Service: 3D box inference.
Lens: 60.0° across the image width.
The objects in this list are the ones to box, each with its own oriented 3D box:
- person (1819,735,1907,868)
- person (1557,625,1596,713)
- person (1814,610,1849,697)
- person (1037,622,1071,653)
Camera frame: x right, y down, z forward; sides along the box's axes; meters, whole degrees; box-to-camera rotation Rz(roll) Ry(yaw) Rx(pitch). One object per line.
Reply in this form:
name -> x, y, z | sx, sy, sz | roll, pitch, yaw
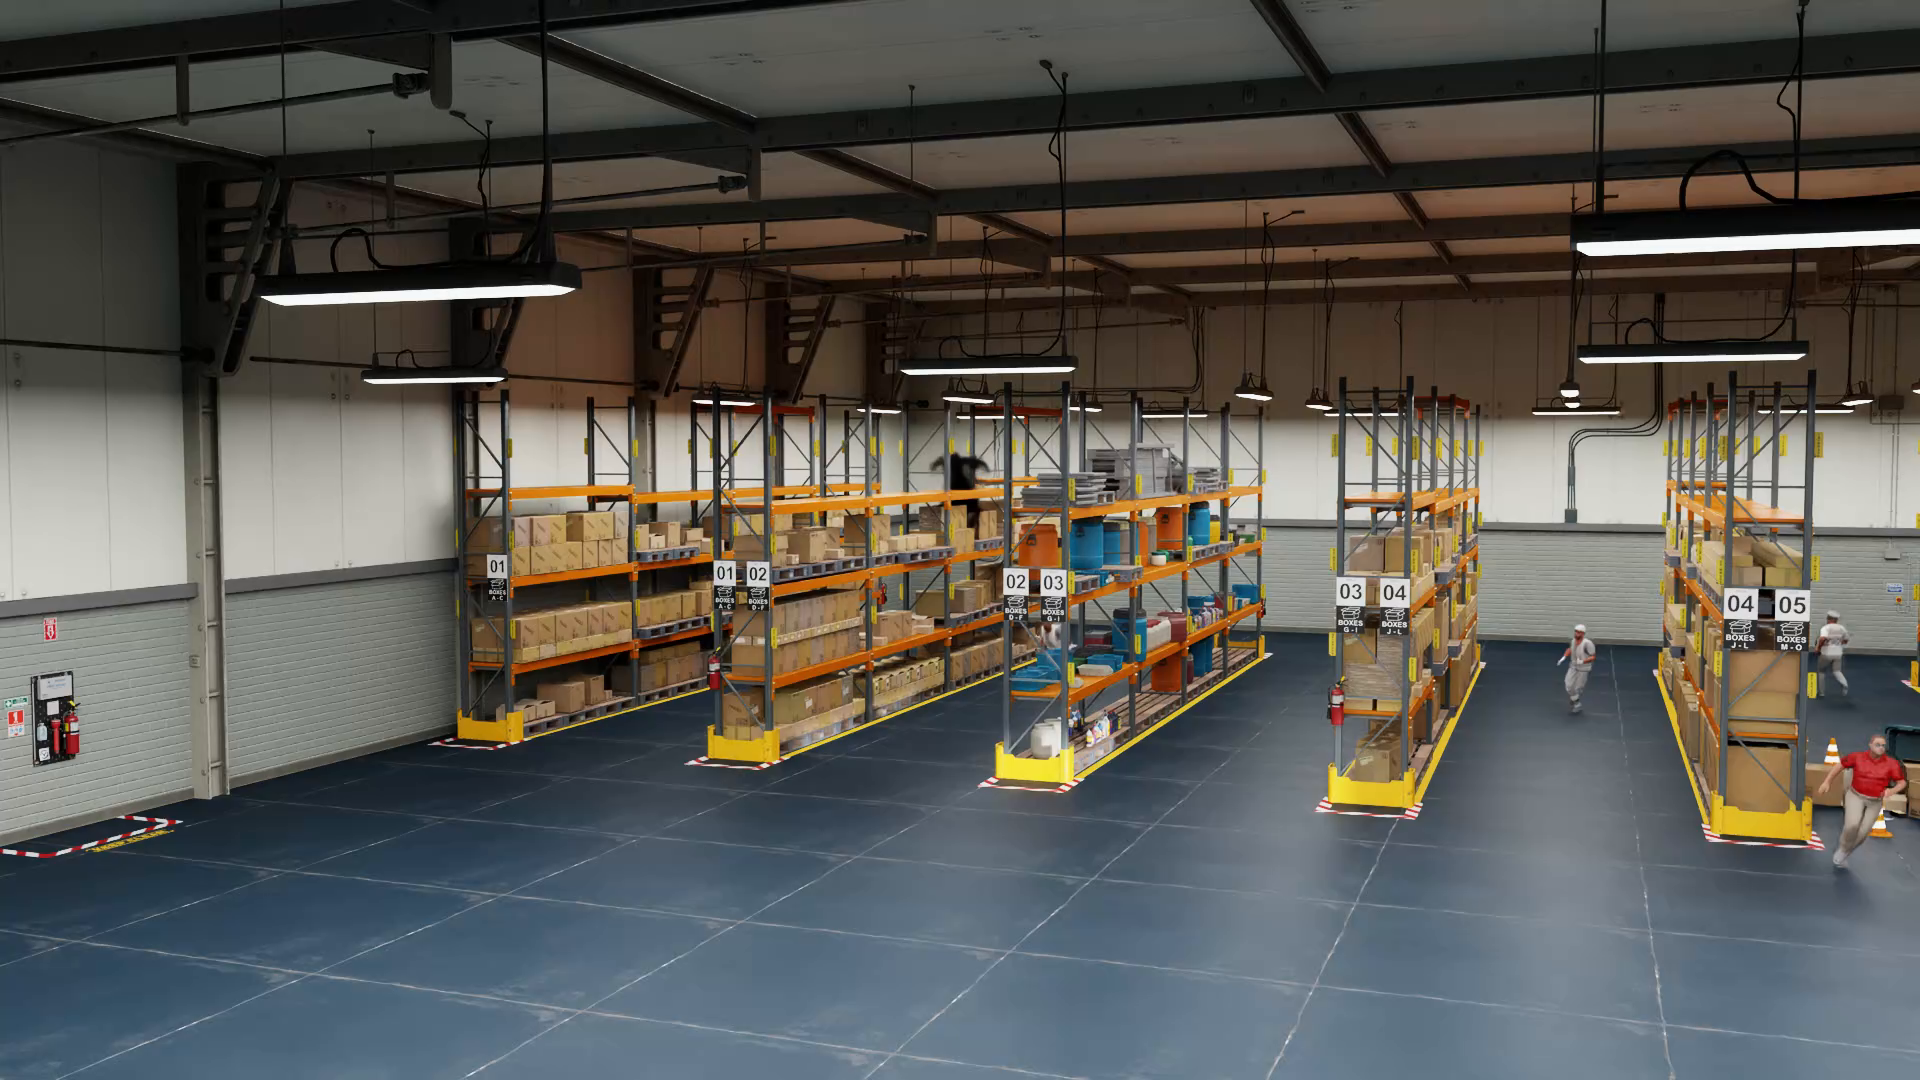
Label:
person -> 10.727, 3.116, 19.705 | 0.839, 1.645, 0.705 | 1, 3, 13
person -> 11.753, 2.443, 31.589 | 0.620, 1.700, 0.781 | -3, 4, -44
person -> 17.419, 2.283, 33.234 | 0.660, 1.750, 0.926 | 0, 3, 1
person -> 1.977, 2.320, 34.166 | 0.678, 1.603, 0.930 | 2, 4, 35
